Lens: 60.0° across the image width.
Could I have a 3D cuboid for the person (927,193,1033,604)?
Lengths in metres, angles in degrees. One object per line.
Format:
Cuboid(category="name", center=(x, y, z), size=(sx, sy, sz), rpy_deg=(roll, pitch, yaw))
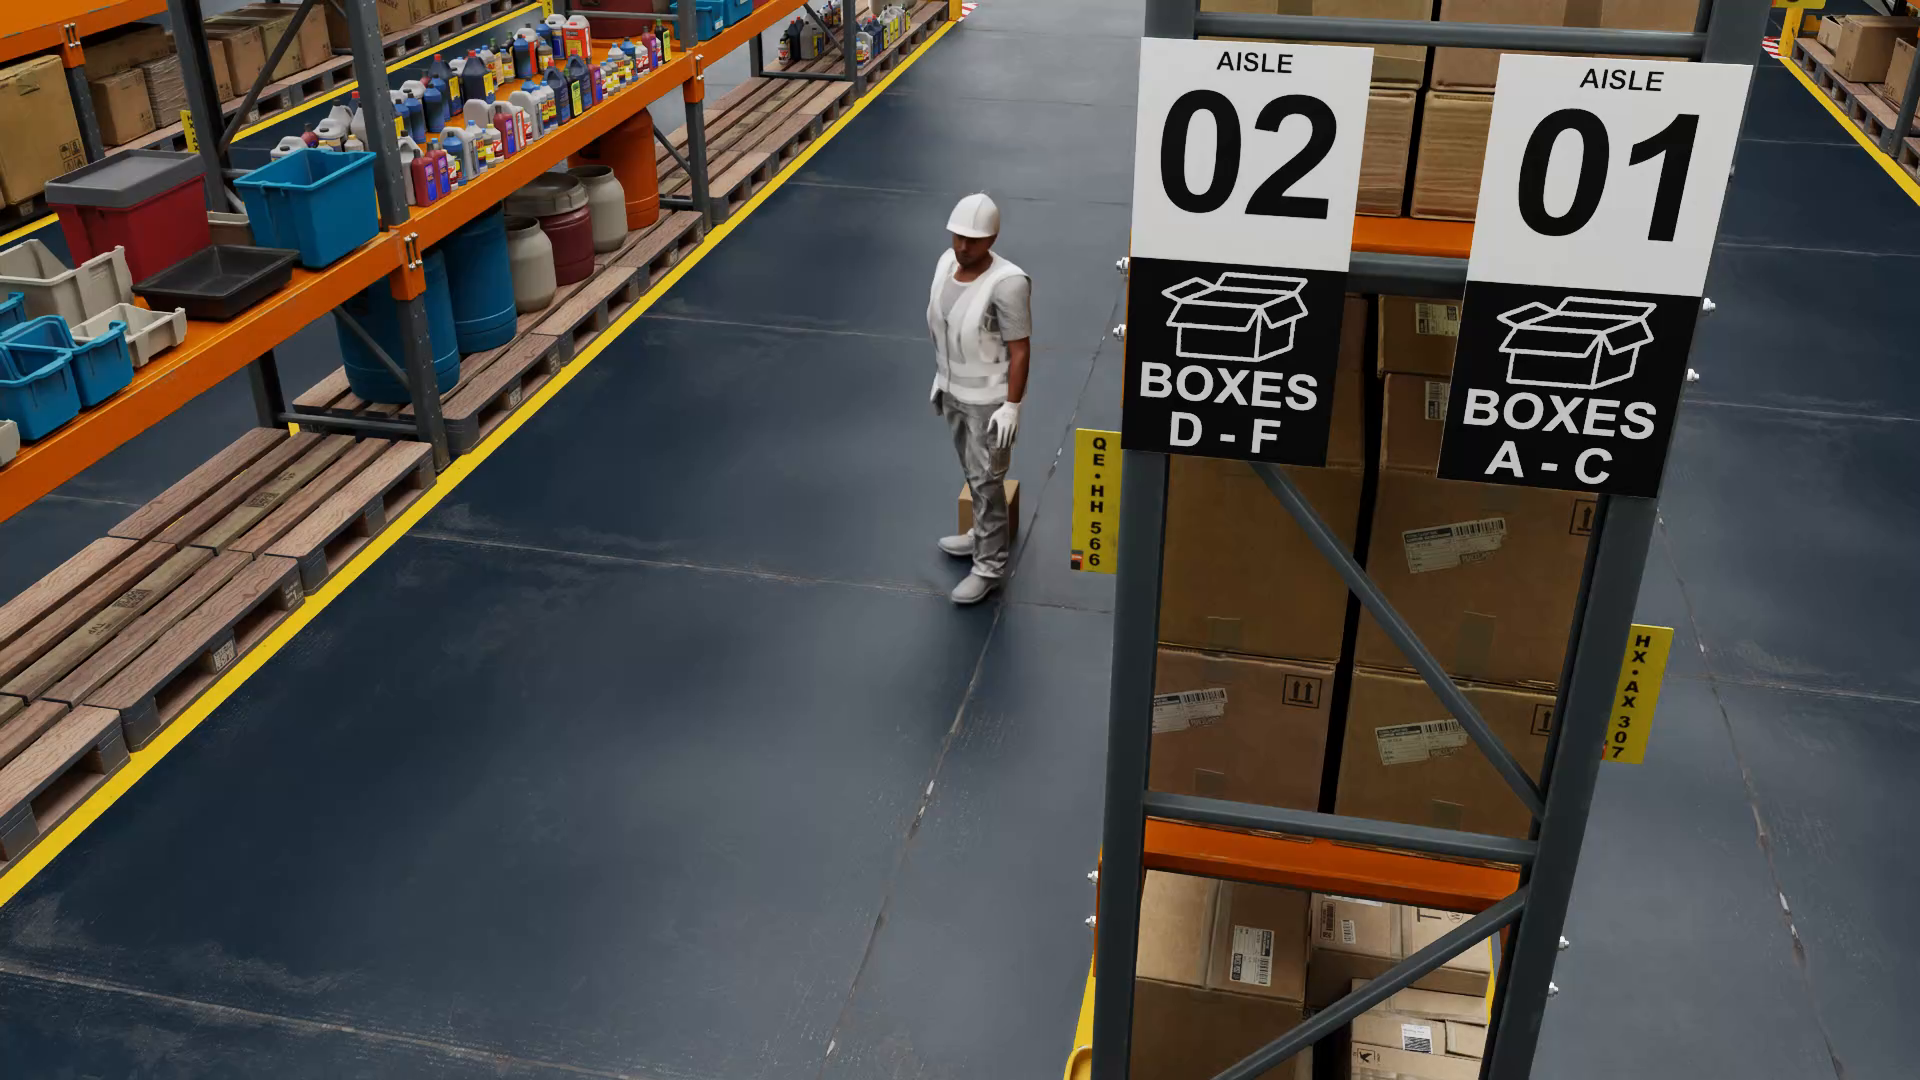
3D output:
Cuboid(category="person", center=(0.063, -0.631, 7.217), size=(0.485, 1.785, 0.584), rpy_deg=(-17, 33, -28))
